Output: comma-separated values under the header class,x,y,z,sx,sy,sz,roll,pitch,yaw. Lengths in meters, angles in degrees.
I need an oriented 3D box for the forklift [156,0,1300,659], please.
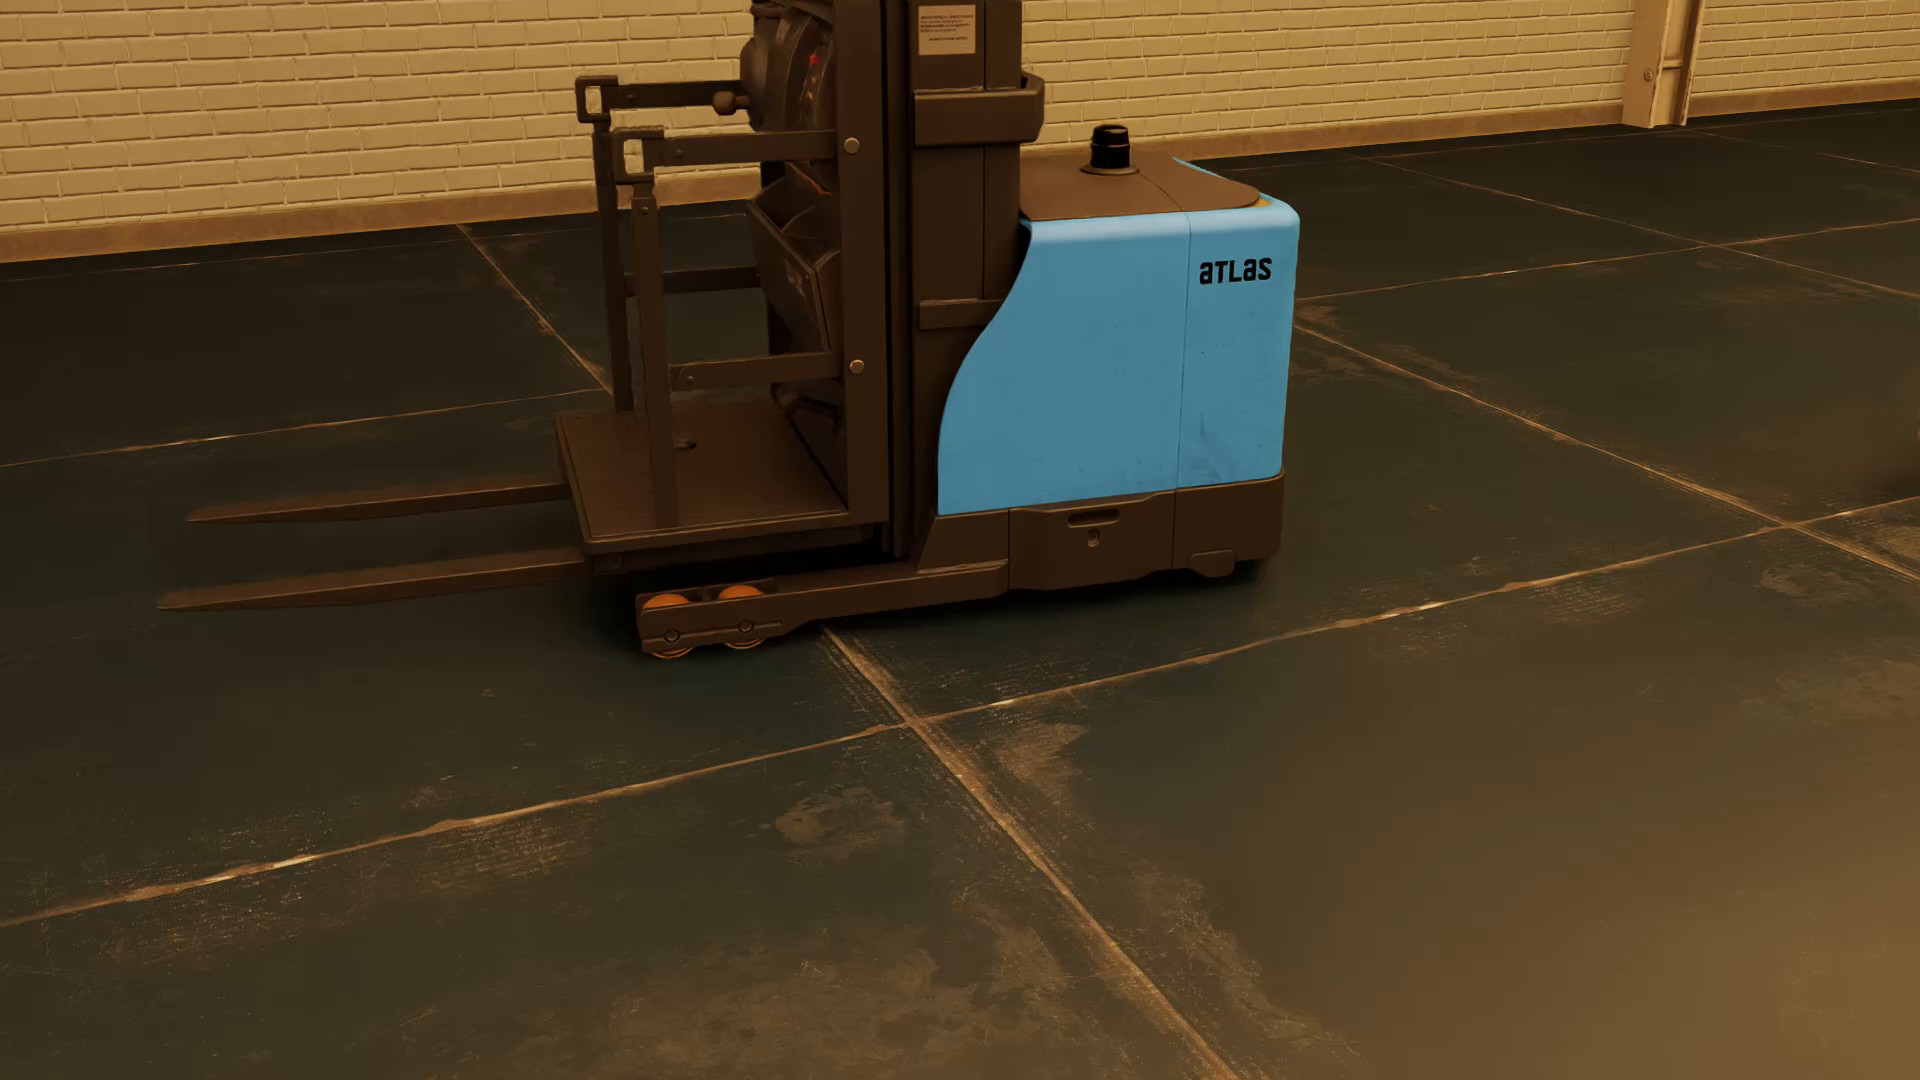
class,x,y,z,sx,sy,sz,roll,pitch,yaw
forklift,-0.639,-1.269,4.340,3.031,2.935,1.130,-7,23,-16
